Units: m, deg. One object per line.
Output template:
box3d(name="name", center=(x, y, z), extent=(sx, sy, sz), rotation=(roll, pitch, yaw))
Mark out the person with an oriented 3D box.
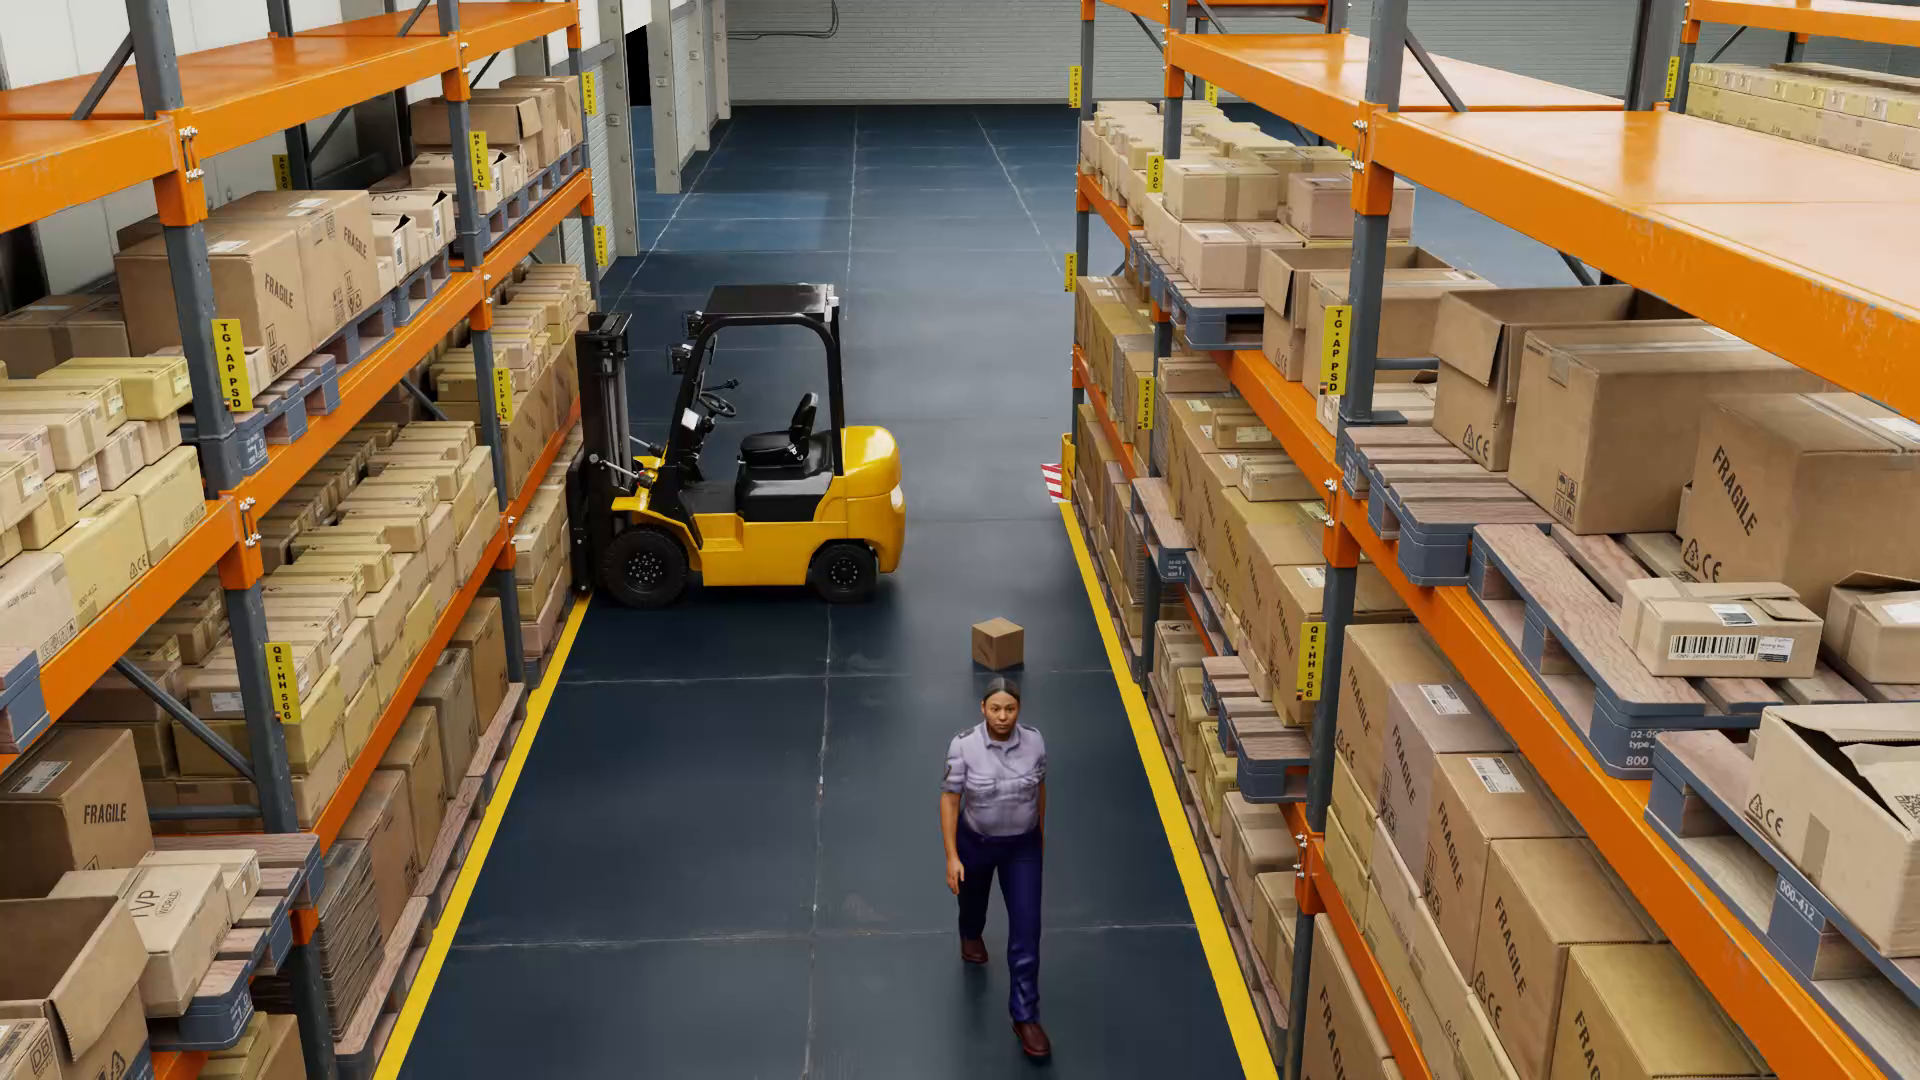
box3d(name="person", center=(0.161, 1.379, 7.427), extent=(0.499, 1.579, 0.997), rotation=(-3, 21, -7))
